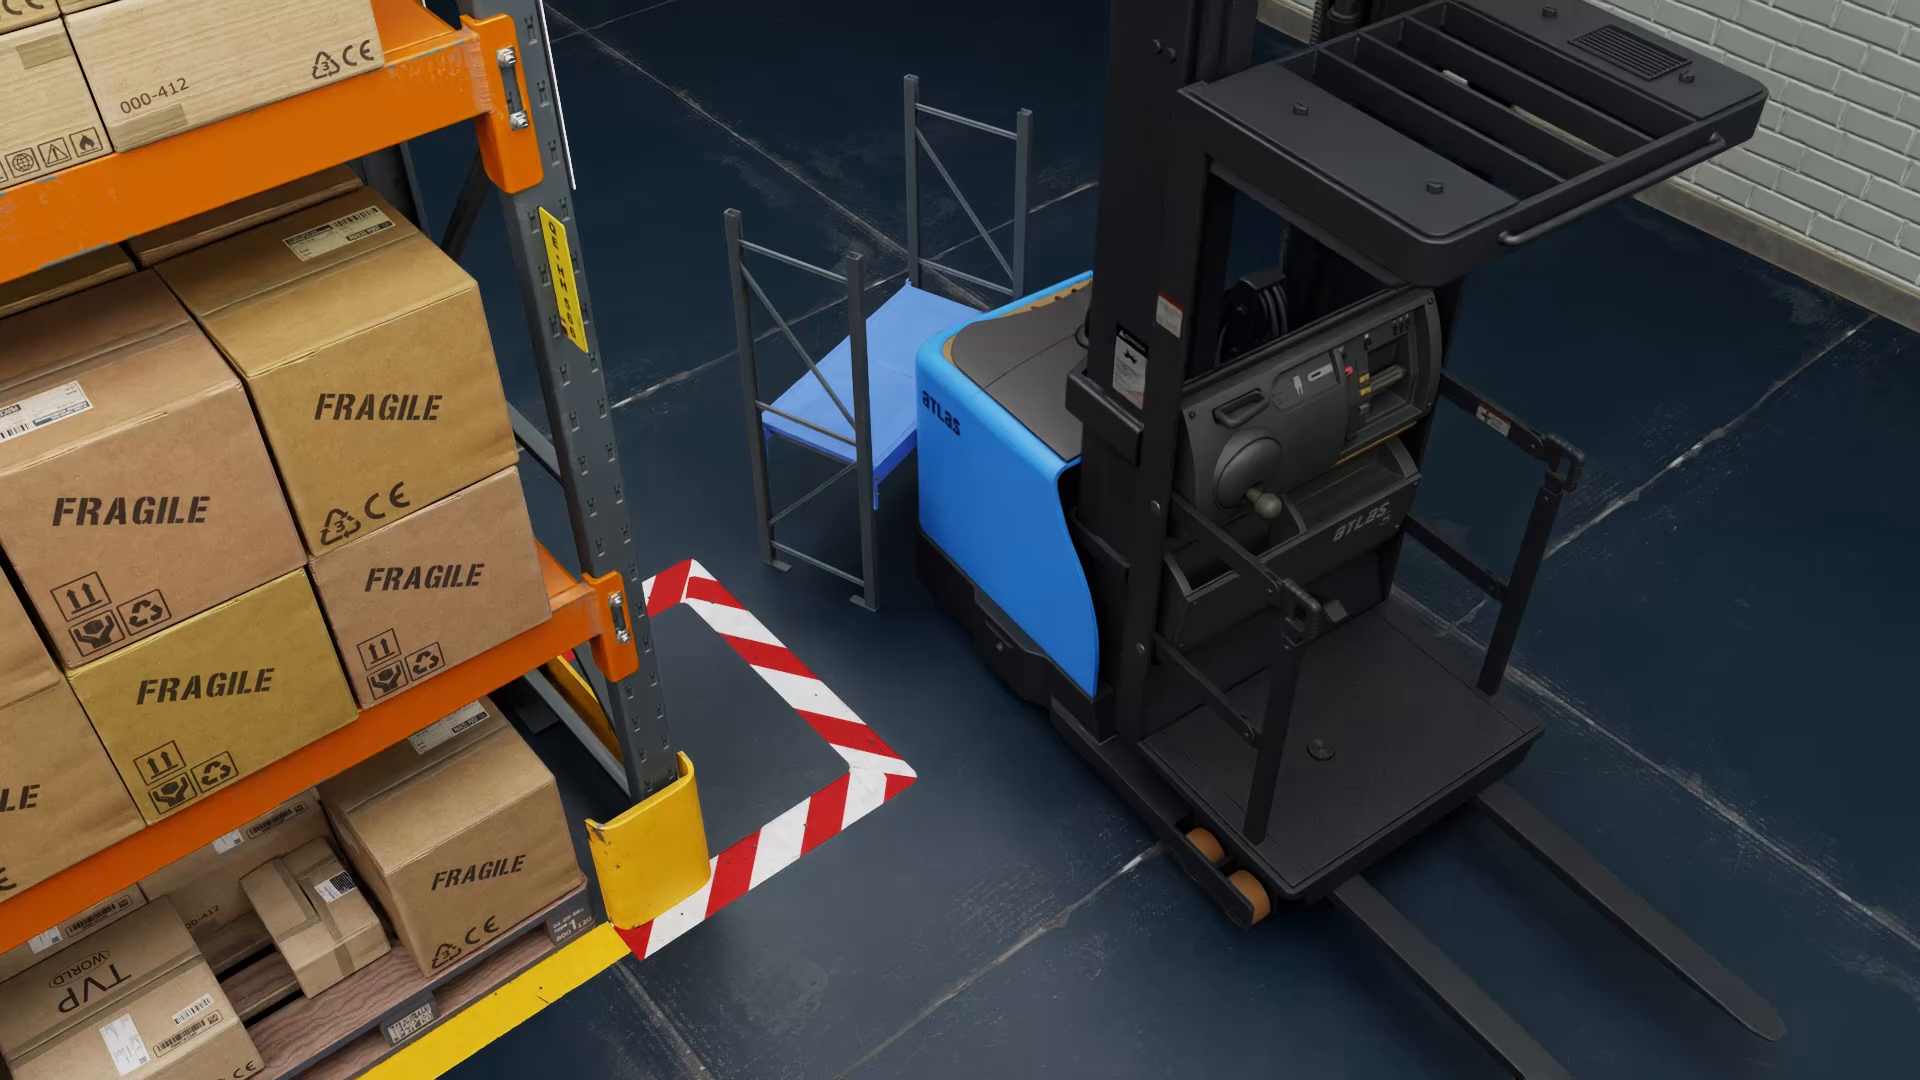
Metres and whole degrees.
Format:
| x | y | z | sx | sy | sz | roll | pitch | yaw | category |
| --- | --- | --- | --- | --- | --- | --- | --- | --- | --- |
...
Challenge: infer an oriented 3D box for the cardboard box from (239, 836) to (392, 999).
| x | y | z | sx | sy | sz | roll | pitch | yaw | category |
| --- | --- | --- | --- | --- | --- | --- | --- | --- | --- |
| -1.819 | 1.053 | 4.686 | 0.250 | 0.166 | 0.380 | -30 | 51 | -28 | cardboard box |

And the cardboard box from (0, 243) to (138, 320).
| x | y | z | sx | sy | sz | roll | pitch | yaw | category |
| --- | --- | --- | --- | --- | --- | --- | --- | --- | --- |
| -2.097 | -0.429 | 3.712 | 0.500 | 0.500 | 0.500 | -29 | 51 | -27 | cardboard box |

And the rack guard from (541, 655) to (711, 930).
| x | y | z | sx | sy | sz | roll | pitch | yaw | category |
| --- | --- | --- | --- | --- | --- | --- | --- | --- | --- |
| -1.250 | 0.627 | 5.217 | 0.348 | 0.500 | 1.175 | -30 | 51 | -28 | rack guard |

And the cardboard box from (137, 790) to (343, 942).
| x | y | z | sx | sy | sz | roll | pitch | yaw | category |
| --- | --- | --- | --- | --- | --- | --- | --- | --- | --- |
| -2.174 | 0.834 | 4.858 | 0.500 | 0.250 | 0.500 | -30 | 51 | -28 | cardboard box |

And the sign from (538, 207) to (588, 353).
| x | y | z | sx | sy | sz | roll | pitch | yaw | category |
| --- | --- | --- | --- | --- | --- | --- | --- | --- | --- |
| -0.851 | -0.555 | 3.573 | 0.005 | 0.325 | 0.100 | -30 | 51 | -28 | sign |

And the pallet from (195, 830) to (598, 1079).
| x | y | z | sx | sy | sz | roll | pitch | yaw | category |
| --- | --- | --- | --- | --- | --- | --- | --- | --- | --- |
| -1.861 | 1.083 | 4.943 | 1.213 | 0.211 | 1.003 | -30 | 51 | -28 | pallet |

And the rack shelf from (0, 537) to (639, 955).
| x | y | z | sx | sy | sz | roll | pitch | yaw | category |
| --- | --- | --- | --- | --- | --- | --- | --- | --- | --- |
| -2.726 | 0.823 | 3.708 | 4.000 | 0.370 | 1.077 | -30 | 51 | -28 | rack shelf |

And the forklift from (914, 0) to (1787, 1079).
| x | y | z | sx | sy | sz | roll | pitch | yaw | category |
| --- | --- | --- | --- | --- | --- | --- | --- | --- | --- |
| 1.098 | -0.289 | 4.417 | 1.130 | 2.935 | 3.031 | -26 | 49 | -25 | forklift |

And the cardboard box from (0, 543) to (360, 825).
| x | y | z | sx | sy | sz | roll | pitch | yaw | category |
| --- | --- | --- | --- | --- | --- | --- | --- | --- | --- |
| -1.756 | 0.215 | 3.757 | 0.500 | 0.500 | 0.500 | -29 | 51 | -28 | cardboard box |

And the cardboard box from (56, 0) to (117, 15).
| x | y | z | sx | sy | sz | roll | pitch | yaw | category |
| --- | --- | --- | --- | --- | --- | --- | --- | --- | --- |
| -1.422 | -1.179 | 2.868 | 0.500 | 0.250 | 0.500 | -30 | 51 | -28 | cardboard box |

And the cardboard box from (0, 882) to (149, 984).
| x | y | z | sx | sy | sz | roll | pitch | yaw | category |
| --- | --- | --- | --- | --- | --- | --- | --- | --- | --- |
| -2.558 | 1.053 | 4.625 | 0.500 | 0.250 | 0.500 | -30 | 51 | -28 | cardboard box |

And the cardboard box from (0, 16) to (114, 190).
| x | y | z | sx | sy | sz | roll | pitch | yaw | category |
| --- | --- | --- | --- | --- | --- | --- | --- | --- | --- |
| -1.807 | -0.779 | 2.806 | 0.500 | 0.250 | 0.500 | -30 | 51 | -28 | cardboard box |

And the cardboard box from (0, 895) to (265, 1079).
| x | y | z | sx | sy | sz | roll | pitch | yaw | category |
| --- | --- | --- | --- | --- | --- | --- | --- | --- | --- |
| -2.199 | 1.294 | 4.368 | 0.500 | 0.250 | 0.500 | -30 | 51 | -28 | cardboard box |

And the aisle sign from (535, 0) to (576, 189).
| x | y | z | sx | sy | sz | roll | pitch | yaw | category |
| --- | --- | --- | --- | --- | --- | --- | --- | --- | --- |
| -0.943 | -1.135 | 3.368 | 0.004 | 0.787 | 0.394 | -30 | 51 | -28 | aisle sign |

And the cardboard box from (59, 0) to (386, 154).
| x | y | z | sx | sy | sz | roll | pitch | yaw | category |
| --- | --- | --- | --- | --- | --- | --- | --- | --- | --- |
| -1.417 | -0.992 | 3.034 | 0.500 | 0.250 | 0.500 | -30 | 51 | -28 | cardboard box |

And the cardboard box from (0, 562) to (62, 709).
| x | y | z | sx | sy | sz | roll | pitch | yaw | category |
| --- | --- | --- | --- | --- | --- | --- | --- | --- | --- |
| -2.138 | 0.074 | 3.177 | 0.500 | 0.500 | 0.500 | -28 | 50 | -27 | cardboard box |

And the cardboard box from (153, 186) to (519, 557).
| x | y | z | sx | sy | sz | roll | pitch | yaw | category |
| --- | --- | --- | --- | --- | --- | --- | --- | --- | --- |
| -1.357 | -0.379 | 3.659 | 0.500 | 0.500 | 0.500 | -30 | 51 | -28 | cardboard box |

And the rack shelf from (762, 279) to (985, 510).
| x | y | z | sx | sy | sz | roll | pitch | yaw | category |
| --- | --- | --- | --- | --- | --- | --- | --- | --- | --- |
| -0.243 | -0.549 | 6.002 | 0.538 | 0.185 | 1.000 | 23 | 48 | 23 | rack shelf |

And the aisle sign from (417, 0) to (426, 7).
| x | y | z | sx | sy | sz | roll | pitch | yaw | category |
| --- | --- | --- | --- | --- | --- | --- | --- | --- | --- |
| -1.328 | -1.450 | 3.703 | 0.004 | 0.787 | 0.394 | -30 | 51 | -28 | aisle sign |

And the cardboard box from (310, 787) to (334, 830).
| x | y | z | sx | sy | sz | roll | pitch | yaw | category |
| --- | --- | --- | --- | --- | --- | --- | --- | --- | --- |
| -1.925 | 0.668 | 5.096 | 0.250 | 0.166 | 0.380 | -30 | 51 | -28 | cardboard box |

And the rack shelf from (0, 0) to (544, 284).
| x | y | z | sx | sy | sz | roll | pitch | yaw | category |
| --- | --- | --- | --- | --- | --- | --- | --- | --- | --- |
| -2.726 | -0.271 | 2.681 | 4.000 | 0.370 | 1.077 | -30 | 51 | -28 | rack shelf |

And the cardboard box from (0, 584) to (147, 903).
| x | y | z | sx | sy | sz | roll | pitch | yaw | category |
| --- | --- | --- | --- | --- | --- | --- | --- | --- | --- |
| -2.143 | 0.431 | 3.527 | 0.500 | 0.500 | 0.500 | -29 | 51 | -28 | cardboard box |

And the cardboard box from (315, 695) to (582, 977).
| x | y | z | sx | sy | sz | roll | pitch | yaw | category |
| --- | --- | --- | --- | --- | --- | --- | --- | --- | --- |
| -1.451 | 0.801 | 4.710 | 0.500 | 0.500 | 0.500 | -30 | 51 | -28 | cardboard box |

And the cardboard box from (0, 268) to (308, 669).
| x | y | z | sx | sy | sz | roll | pitch | yaw | category |
| --- | --- | --- | --- | --- | --- | --- | --- | --- | --- |
| -1.744 | -0.156 | 3.422 | 0.500 | 0.500 | 0.500 | -28 | 50 | -27 | cardboard box |

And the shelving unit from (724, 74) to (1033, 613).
| x | y | z | sx | sy | sz | roll | pitch | yaw | category |
| --- | --- | --- | --- | --- | --- | --- | --- | --- | --- |
| -0.243 | -0.681 | 5.879 | 0.538 | 1.500 | 1.048 | 23 | 48 | 23 | shelving unit |

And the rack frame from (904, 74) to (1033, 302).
| x | y | z | sx | sy | sz | roll | pitch | yaw | category |
| --- | --- | --- | --- | --- | --- | --- | --- | --- | --- |
| 0.025 | -0.976 | 6.194 | 0.500 | 1.500 | 0.032 | 23 | 48 | 23 | rack frame |

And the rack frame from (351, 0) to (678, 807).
| x | y | z | sx | sy | sz | roll | pitch | yaw | category |
| --- | --- | --- | --- | --- | --- | --- | --- | --- | --- |
| -1.192 | -0.318 | 4.397 | 0.127 | 3.000 | 1.000 | -30 | 51 | -28 | rack frame |

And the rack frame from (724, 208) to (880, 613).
| x | y | z | sx | sy | sz | roll | pitch | yaw | category |
| --- | --- | --- | --- | --- | --- | --- | --- | --- | --- |
| -0.510 | -0.385 | 5.564 | 0.500 | 1.500 | 0.032 | 23 | 48 | 23 | rack frame |

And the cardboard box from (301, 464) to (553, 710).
| x | y | z | sx | sy | sz | roll | pitch | yaw | category |
| --- | --- | --- | --- | --- | --- | --- | --- | --- | --- |
| -1.361 | -0.015 | 4.001 | 0.500 | 0.500 | 0.500 | -28 | 50 | -27 | cardboard box |

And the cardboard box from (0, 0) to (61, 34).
| x | y | z | sx | sy | sz | roll | pitch | yaw | category |
| --- | --- | --- | --- | --- | --- | --- | --- | --- | --- |
| -1.806 | -0.959 | 2.634 | 0.500 | 0.250 | 0.500 | -30 | 51 | -28 | cardboard box |

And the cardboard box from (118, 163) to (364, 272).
| x | y | z | sx | sy | sz | roll | pitch | yaw | category |
| --- | --- | --- | --- | --- | --- | --- | --- | --- | --- |
| -1.701 | -0.662 | 3.961 | 0.500 | 0.500 | 0.500 | -28 | 50 | -27 | cardboard box |

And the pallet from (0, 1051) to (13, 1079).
| x | y | z | sx | sy | sz | roll | pitch | yaw | category |
| --- | --- | --- | --- | --- | --- | --- | --- | --- | --- |
| -2.796 | 1.616 | 4.376 | 1.213 | 0.211 | 1.003 | -30 | 51 | -28 | pallet |
